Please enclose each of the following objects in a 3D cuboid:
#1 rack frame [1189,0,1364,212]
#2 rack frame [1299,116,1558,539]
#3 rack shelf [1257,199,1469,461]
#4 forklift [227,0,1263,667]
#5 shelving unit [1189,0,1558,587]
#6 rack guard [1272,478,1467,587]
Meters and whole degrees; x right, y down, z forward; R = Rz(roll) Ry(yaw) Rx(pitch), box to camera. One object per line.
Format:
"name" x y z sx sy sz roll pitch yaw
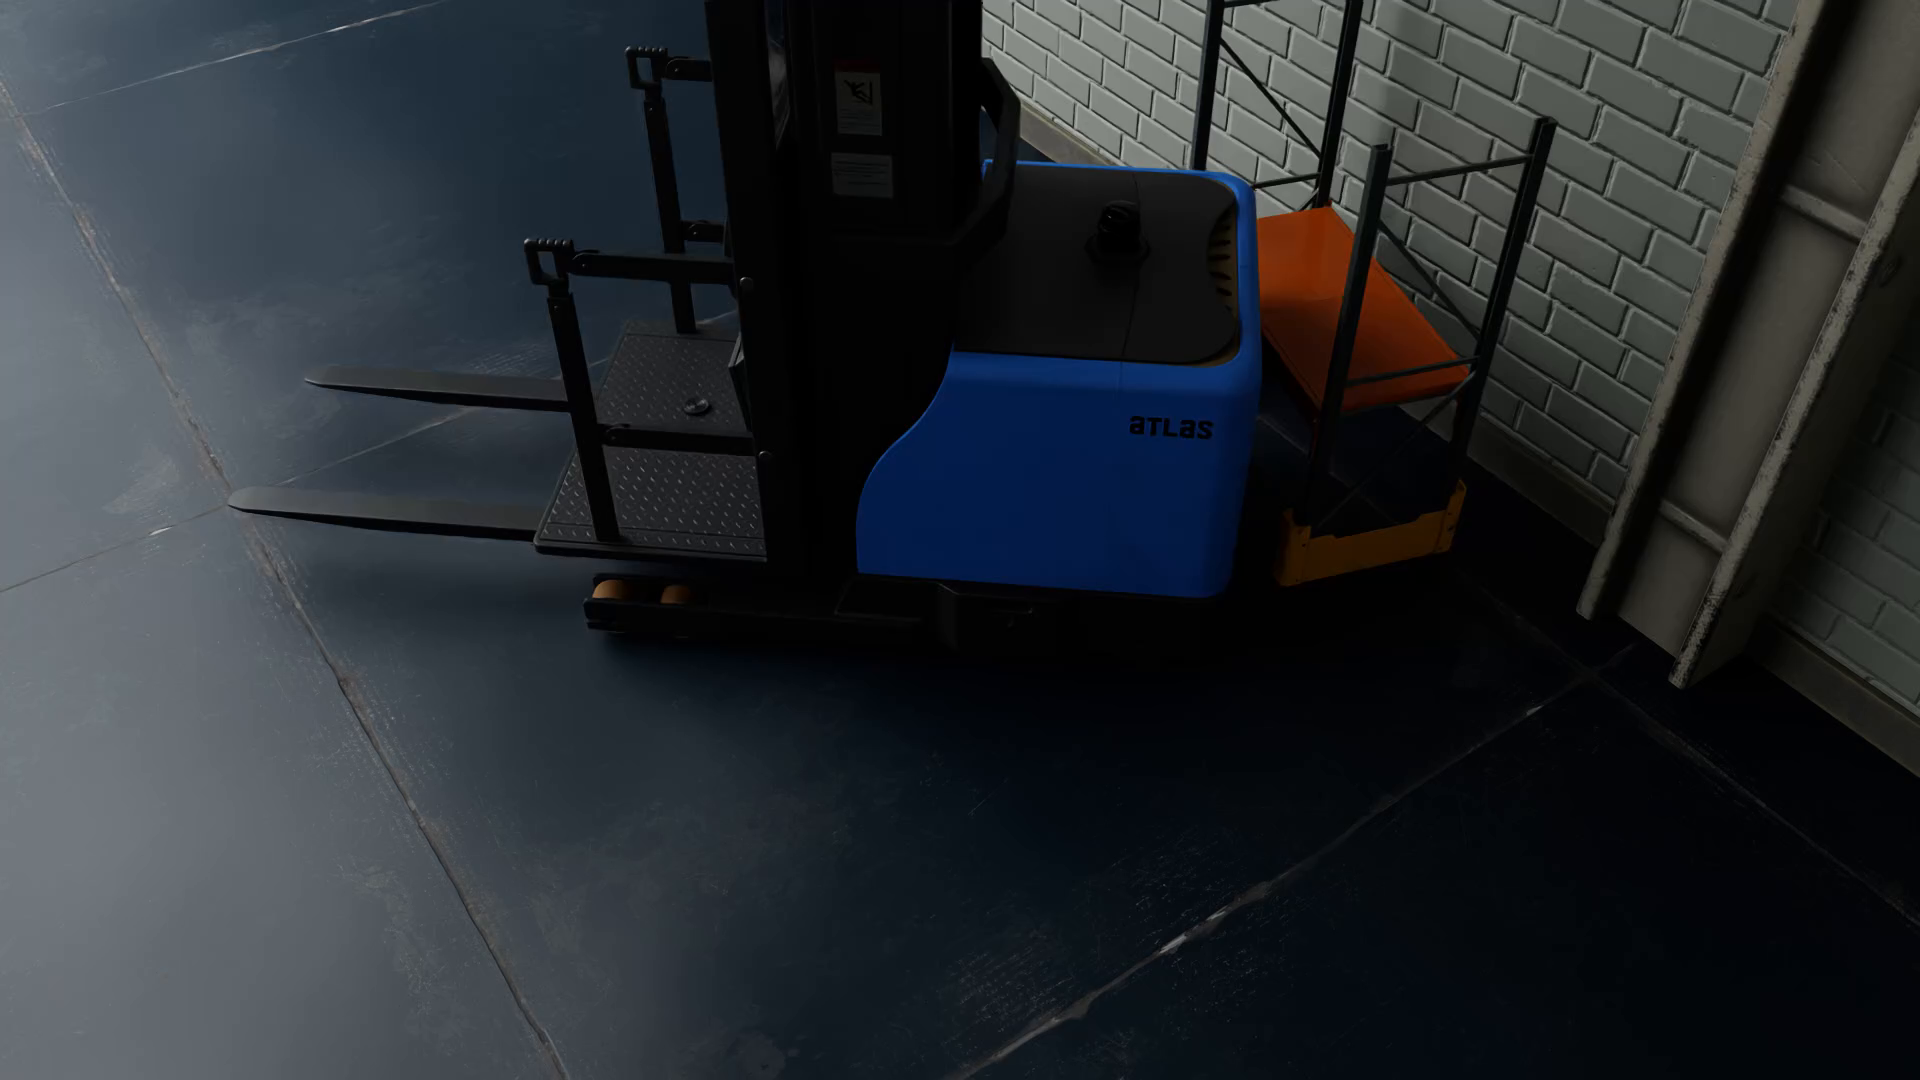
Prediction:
"rack frame" 0.967 -1.141 5.359 0.500 1.500 0.032 -12 45 -12
"rack frame" 1.258 -0.468 4.654 0.500 1.500 0.032 -12 45 -12
"rack shelf" 1.113 -0.674 5.131 0.538 0.185 1.000 -12 45 -12
"forklift" -0.685 -1.126 4.307 3.031 2.935 1.130 4 44 4
"shelving unit" 1.110 -0.810 5.013 0.587 1.500 1.083 -12 45 -12
"rack guard" 1.253 -0.029 5.099 0.587 0.250 0.087 -12 45 -12
